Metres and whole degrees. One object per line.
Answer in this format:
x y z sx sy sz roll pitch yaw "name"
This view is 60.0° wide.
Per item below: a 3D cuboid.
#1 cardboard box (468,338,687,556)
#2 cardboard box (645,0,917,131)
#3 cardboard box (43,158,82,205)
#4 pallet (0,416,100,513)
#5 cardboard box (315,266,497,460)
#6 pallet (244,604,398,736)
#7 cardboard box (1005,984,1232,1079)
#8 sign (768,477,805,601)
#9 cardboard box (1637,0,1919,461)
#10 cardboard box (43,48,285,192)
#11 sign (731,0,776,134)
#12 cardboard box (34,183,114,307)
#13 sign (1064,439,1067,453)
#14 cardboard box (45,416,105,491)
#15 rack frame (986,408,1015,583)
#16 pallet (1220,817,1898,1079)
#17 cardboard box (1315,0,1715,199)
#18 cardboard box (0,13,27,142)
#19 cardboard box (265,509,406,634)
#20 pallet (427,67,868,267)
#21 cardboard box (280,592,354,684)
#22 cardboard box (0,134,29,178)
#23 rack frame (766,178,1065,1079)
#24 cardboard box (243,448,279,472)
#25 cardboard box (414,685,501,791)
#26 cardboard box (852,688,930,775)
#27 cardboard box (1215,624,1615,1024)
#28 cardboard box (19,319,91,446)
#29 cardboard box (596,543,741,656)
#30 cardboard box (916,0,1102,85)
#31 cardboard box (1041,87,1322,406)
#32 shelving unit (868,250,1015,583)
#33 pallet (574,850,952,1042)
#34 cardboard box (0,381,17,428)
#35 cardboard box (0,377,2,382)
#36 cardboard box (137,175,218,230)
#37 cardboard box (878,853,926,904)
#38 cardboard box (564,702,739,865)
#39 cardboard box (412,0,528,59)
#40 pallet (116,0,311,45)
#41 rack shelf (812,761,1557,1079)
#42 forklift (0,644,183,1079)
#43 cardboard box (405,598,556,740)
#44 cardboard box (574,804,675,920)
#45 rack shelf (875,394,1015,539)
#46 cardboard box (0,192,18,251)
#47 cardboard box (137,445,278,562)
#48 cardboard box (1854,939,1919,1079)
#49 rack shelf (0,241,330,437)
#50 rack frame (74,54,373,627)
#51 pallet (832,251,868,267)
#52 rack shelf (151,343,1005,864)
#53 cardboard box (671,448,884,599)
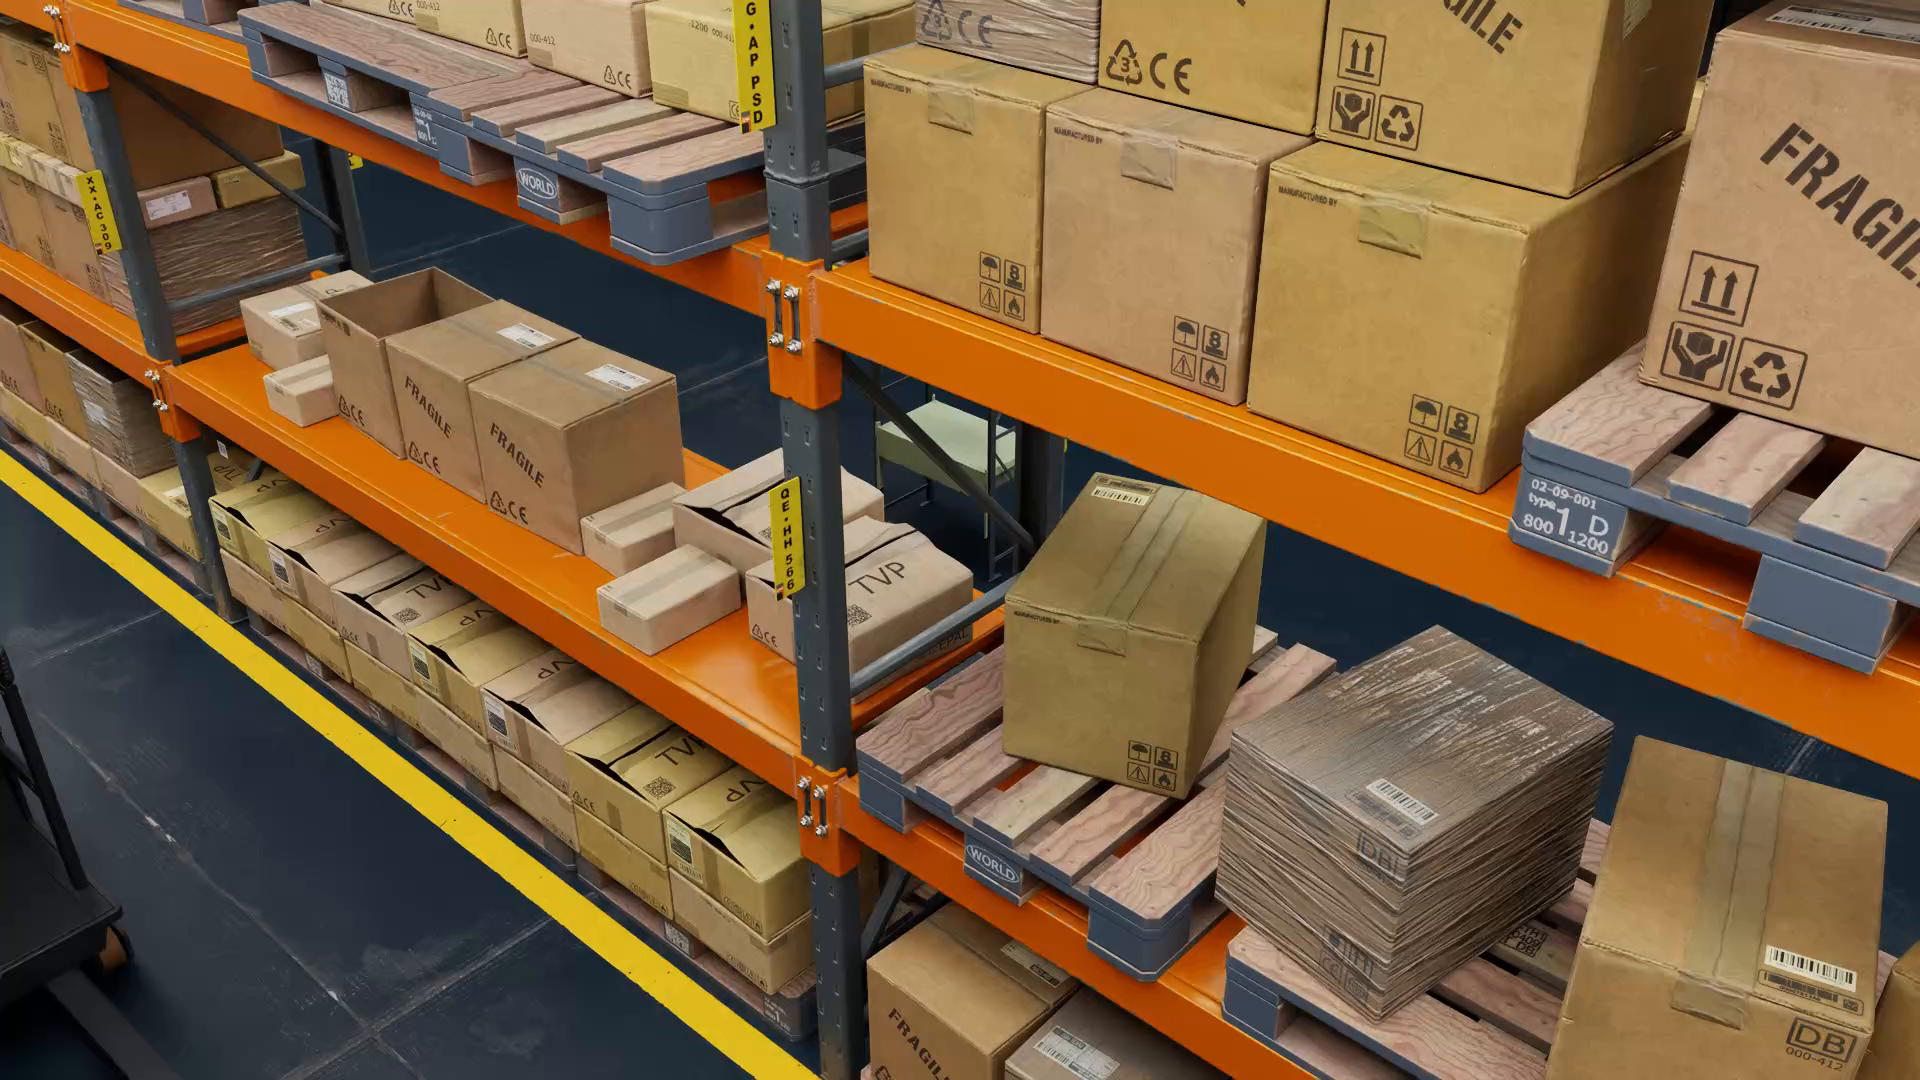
-1.323 -0.335 5.801 0.500 0.500 0.500 23 38 33 "cardboard box"
-0.442 -1.254 4.254 0.500 0.250 0.500 22 37 32 "cardboard box"
-3.757 -1.611 7.291 0.250 0.149 0.380 24 38 34 "cardboard box"
-4.504 -0.621 9.076 1.213 0.211 1.003 25 39 35 "pallet"
-2.085 -0.690 6.391 0.500 0.500 0.500 -26 40 -36 "cardboard box"
-2.461 0.333 7.492 1.213 0.211 1.003 25 39 35 "pallet"
0.470 1.611 4.663 0.500 0.500 0.500 23 38 33 "cardboard box"
-0.438 0.000 4.219 0.005 0.325 0.100 25 39 35 "sign"
1.583 -0.547 2.740 0.600 0.600 0.600 23 38 33 "cardboard box"
-3.367 -1.851 7.062 0.500 0.500 0.700 25 39 35 "cardboard box"
-0.446 -1.048 3.597 0.005 0.325 0.100 25 39 35 "sign"
-3.762 -1.476 7.696 0.500 0.500 0.700 25 39 35 "cardboard box"
0.289 -0.390 4.944 0.005 0.325 0.100 25 39 35 "sign"
-4.269 -0.525 8.472 0.500 0.250 0.500 25 39 35 "cardboard box"
0.266 -0.518 7.657 0.023 1.500 0.400 25 39 35 "rack frame"
1.377 1.036 3.807 1.213 0.211 1.003 25 39 35 "pallet"
1.008 -0.967 2.974 0.500 0.500 0.500 25 39 35 "cardboard box"
-4.113 -2.199 7.640 0.500 0.500 0.700 25 39 35 "cardboard box"
-2.527 0.070 6.941 0.500 0.311 0.500 25 39 35 "cardboard box"
-0.631 -1.122 4.481 1.003 0.211 1.213 27 40 37 "pallet"
-2.523 0.308 7.089 0.500 0.250 0.500 26 40 36 "cardboard box"
-4.132 -1.787 7.585 0.250 0.149 0.380 25 39 35 "cardboard box"
-0.068 0.283 4.872 0.127 3.000 1.000 25 39 35 "rack frame"
-3.174 -0.380 8.232 0.500 0.250 0.500 25 39 35 "cardboard box"
-1.760 0.663 6.500 0.500 0.250 0.500 26 40 36 "cardboard box"
-0.259 0.747 5.816 0.500 0.311 0.500 27 40 37 "cardboard box"
1.025 0.624 3.800 0.700 0.500 0.500 -21 37 -31 "cardboard box"
-4.260 -0.851 8.287 0.500 0.500 0.500 25 39 35 "cardboard box"
-0.920 0.185 5.278 0.250 0.149 0.380 25 39 35 "cardboard box"
0.251 -1.320 3.560 0.500 0.500 0.500 25 39 35 "cardboard box"
0.656 -0.731 3.550 0.500 0.500 0.910 25 39 35 "cardboard box"
-0.005 -0.645 7.867 0.755 1.500 0.431 25 39 35 "shelving unit"
-0.652 1.177 6.089 1.213 0.211 1.003 25 39 35 "pallet"
-5.007 -0.872 9.050 0.500 0.250 0.500 25 39 35 "cardboard box"
-5.000 -1.198 8.864 0.500 0.500 0.500 25 39 35 "cardboard box"
-3.379 -1.435 6.999 0.250 0.149 0.380 25 39 35 "cardboard box"
-0.259 0.987 5.961 0.500 0.250 0.500 25 39 35 "cardboard box"
-1.011 0.776 5.768 0.500 0.311 0.500 24 39 34 "cardboard box"
-1.259 -1.630 4.880 0.500 0.250 0.500 24 39 34 "cardboard box"
-2.371 -2.005 5.949 1.217 0.209 0.805 23 38 33 "pallet"
1.415 1.283 3.908 4.000 0.370 1.077 25 39 35 "rack shelf"
-3.498 0.320 4.876 3.031 2.935 1.130 24 39 34 "forklift"
-1.754 0.426 6.349 0.500 0.311 0.500 26 40 36 "cardboard box"
-1.006 1.015 5.915 0.500 0.250 0.500 25 39 35 "cardboard box"
-0.005 -0.366 8.035 0.720 0.370 0.431 25 39 35 "rack shelf"
-4.512 -1.828 8.281 0.500 0.500 0.700 26 40 36 "cardboard box"
-3.524 -0.181 7.900 0.500 0.250 0.500 25 39 35 "cardboard box"
2.144 0.981 3.208 0.700 0.500 0.500 -22 38 -32 "cardboard box"
-4.516 -1.486 8.507 4.000 0.370 1.077 25 39 35 "rack shelf"
-3.034 -1.102 7.172 0.127 3.000 1.000 25 39 35 "rack frame"
-0.234 -2.022 11.403 1.213 0.211 1.003 25 39 35 "pallet"
-1.551 -0.101 6.207 4.000 0.370 1.077 25 39 35 "rack shelf"
-0.601 -0.063 5.532 0.500 0.311 0.500 25 39 35 "cardboard box"
